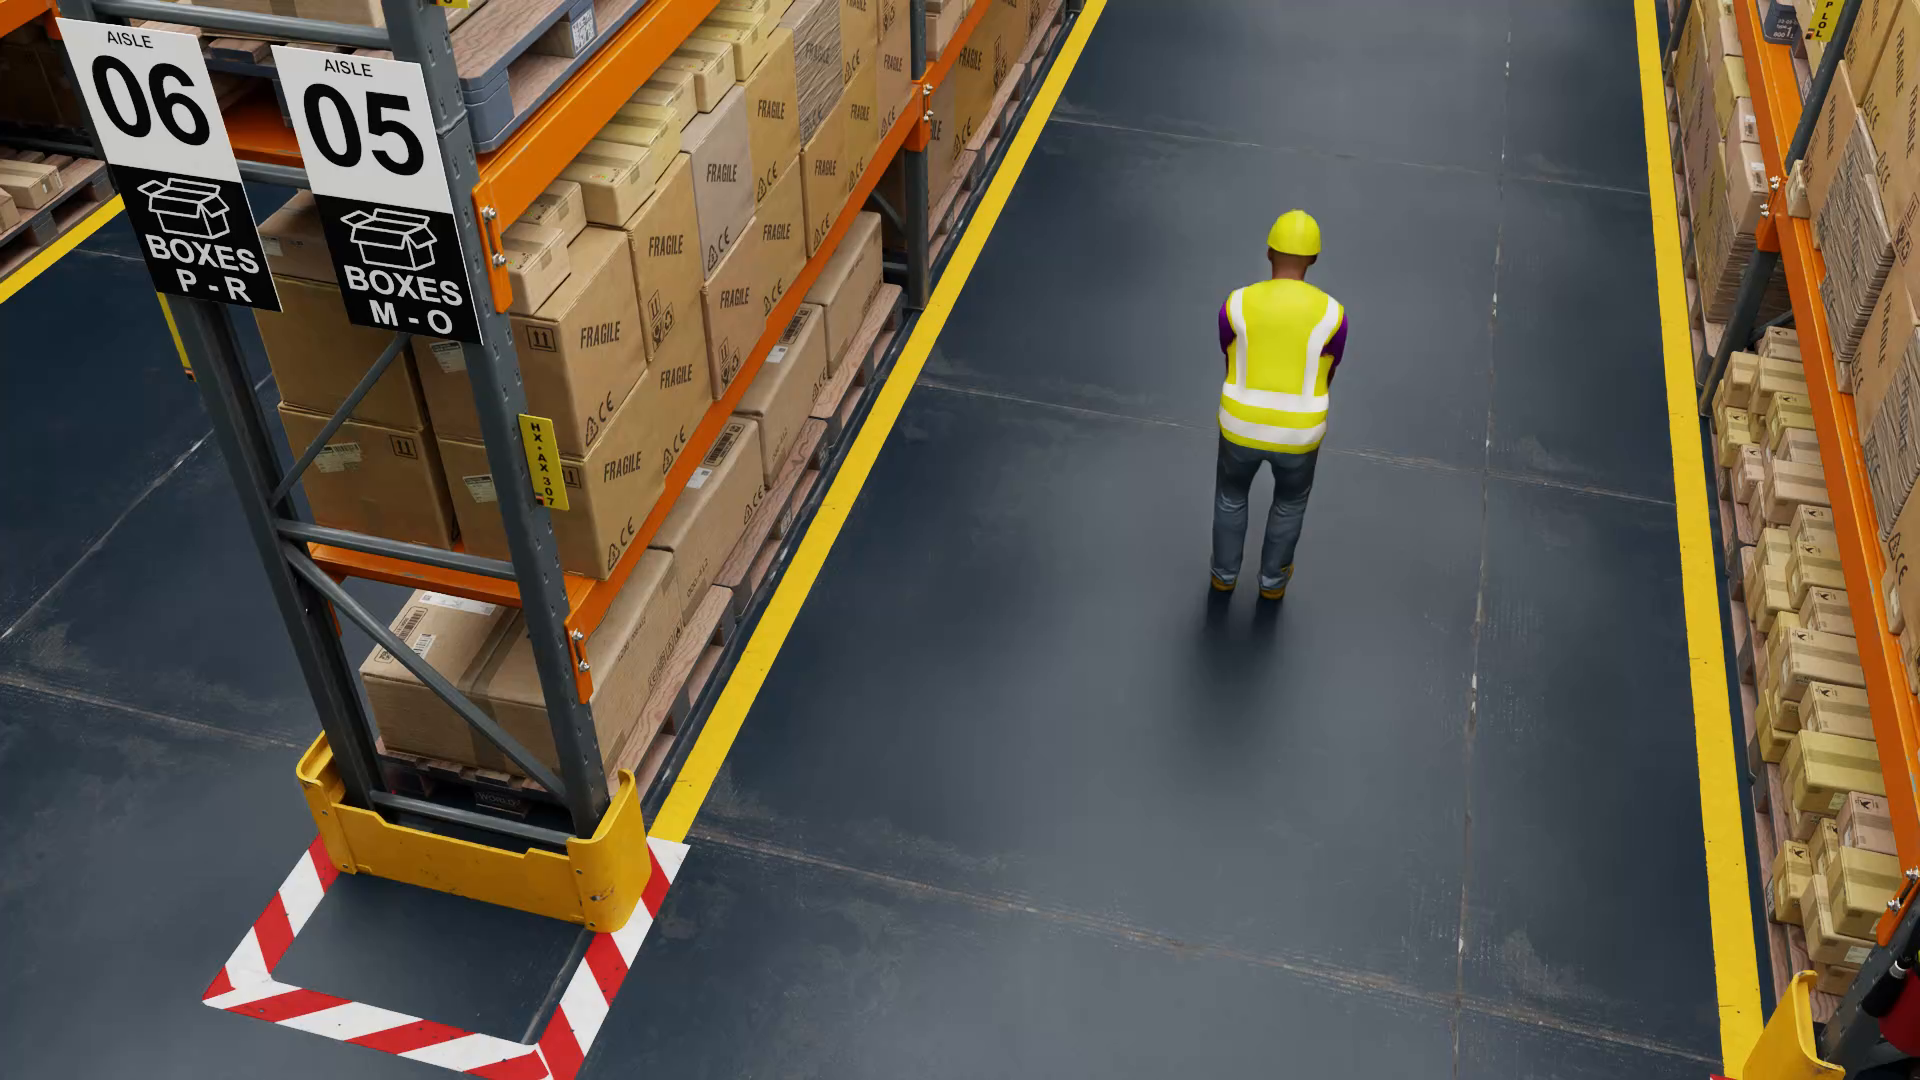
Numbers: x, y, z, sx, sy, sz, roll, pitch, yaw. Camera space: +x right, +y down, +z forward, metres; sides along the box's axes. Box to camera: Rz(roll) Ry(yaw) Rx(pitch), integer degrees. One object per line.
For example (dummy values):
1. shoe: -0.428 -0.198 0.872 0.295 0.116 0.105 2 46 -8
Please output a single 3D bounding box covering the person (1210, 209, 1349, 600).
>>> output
1. person: 1.263 -0.521 6.780 0.498 1.717 0.616 9 42 11
